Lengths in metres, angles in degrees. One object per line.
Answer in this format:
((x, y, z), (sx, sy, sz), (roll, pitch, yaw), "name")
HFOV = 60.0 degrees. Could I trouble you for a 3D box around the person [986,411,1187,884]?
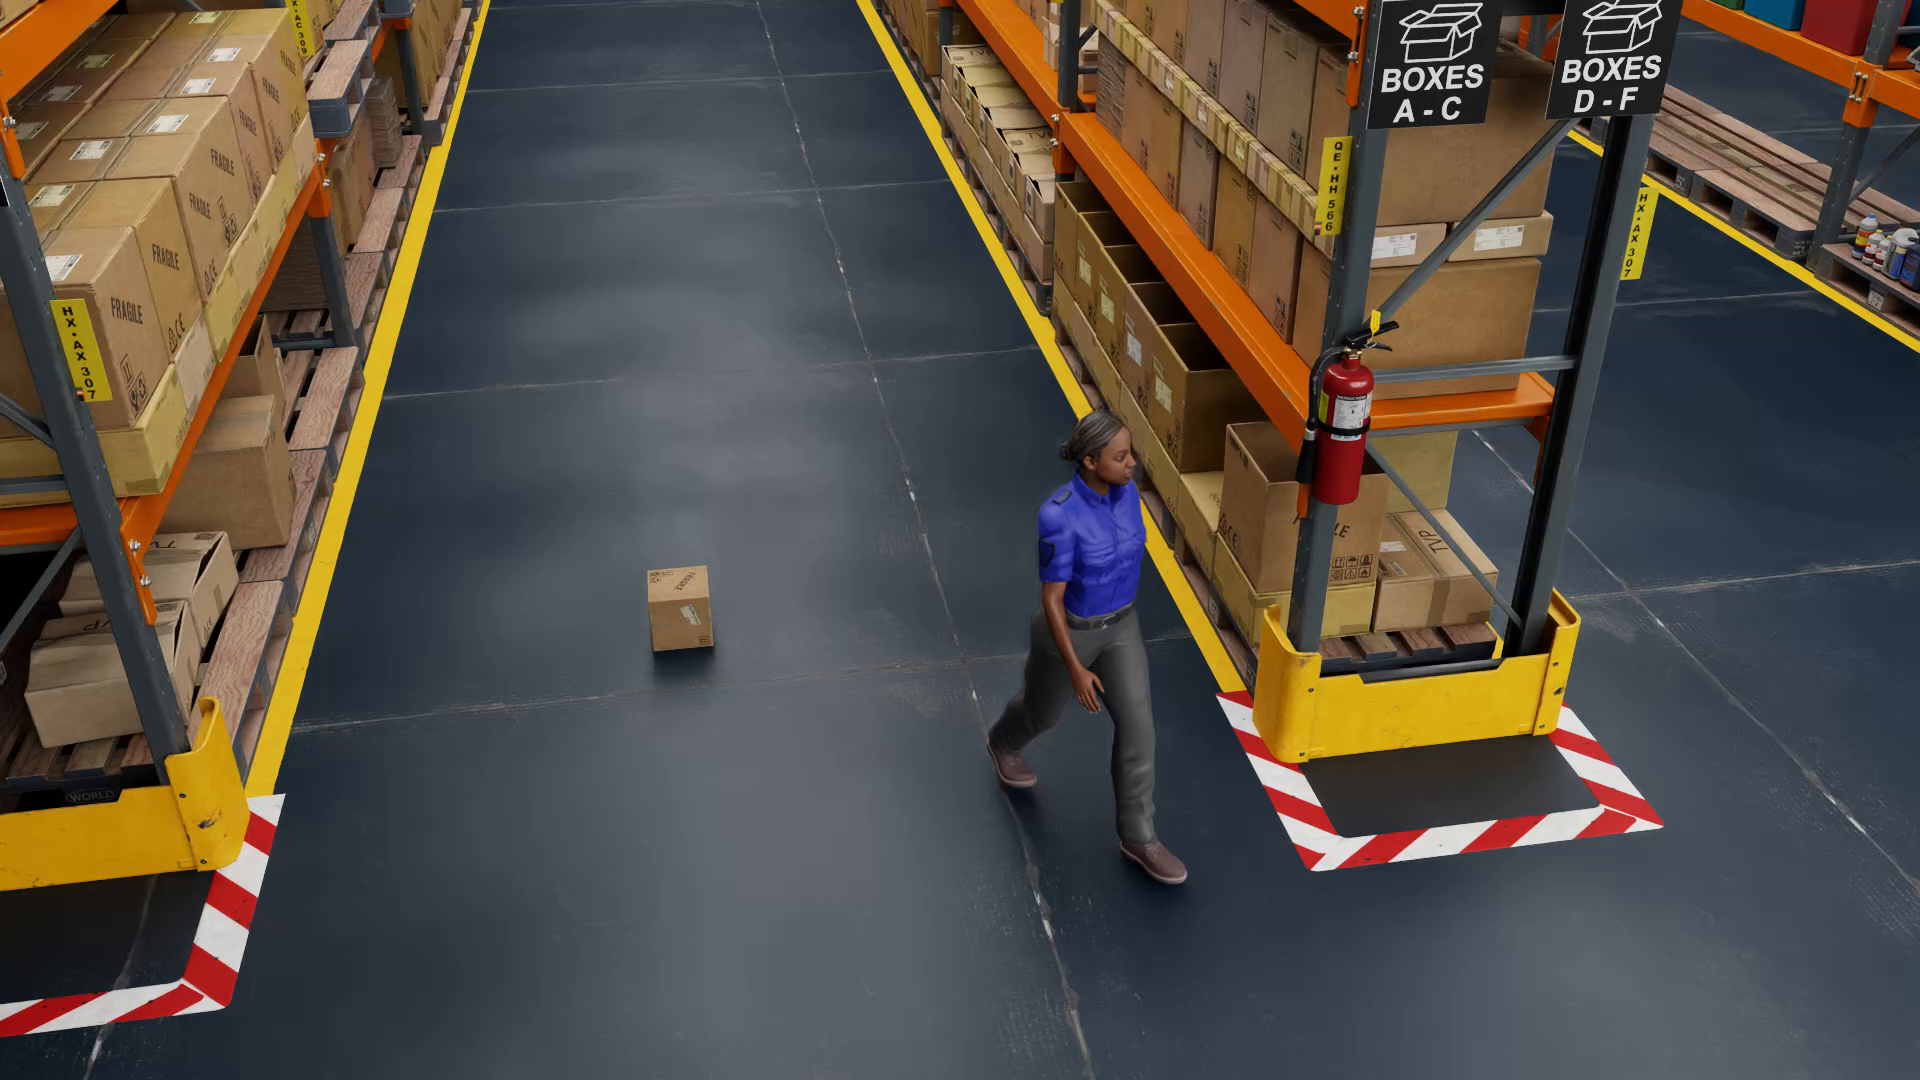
((0.441, 0.319, 5.596), (0.467, 1.606, 0.973), (-20, 36, -30), "person")
